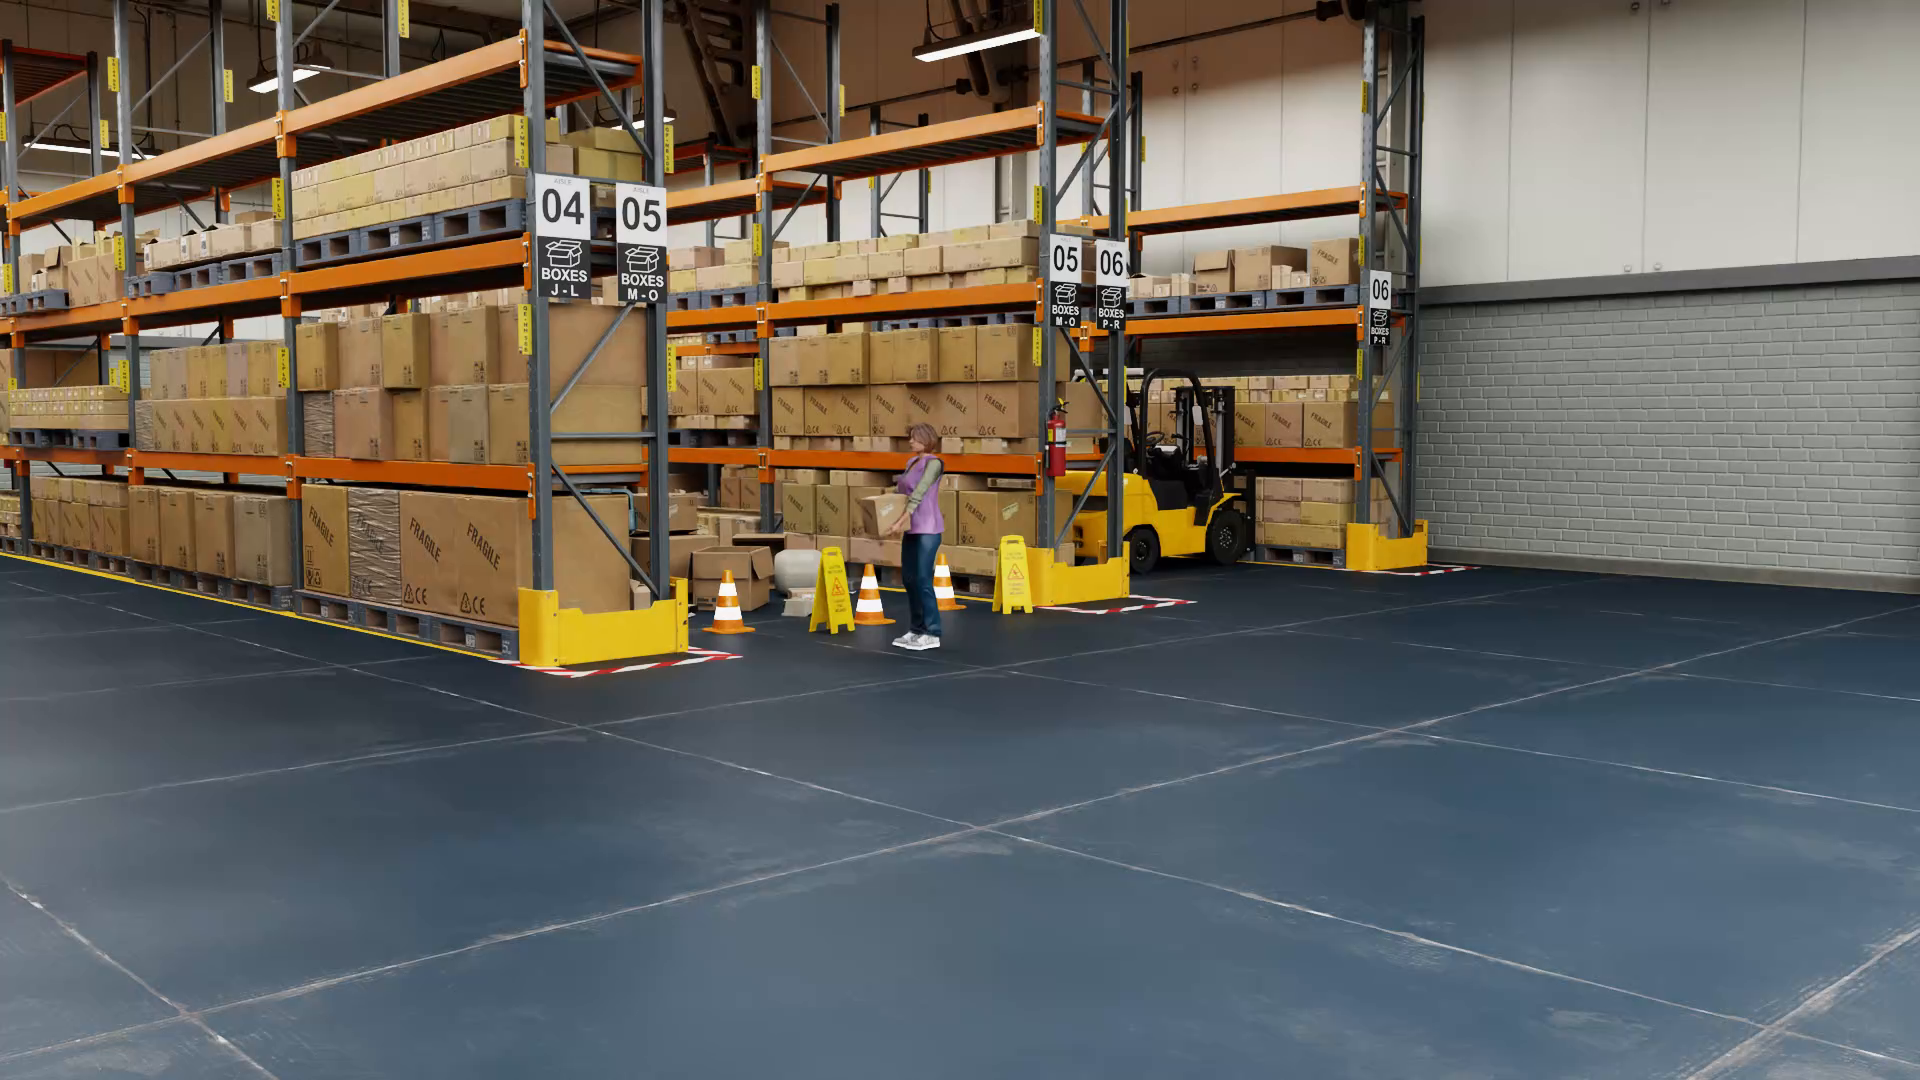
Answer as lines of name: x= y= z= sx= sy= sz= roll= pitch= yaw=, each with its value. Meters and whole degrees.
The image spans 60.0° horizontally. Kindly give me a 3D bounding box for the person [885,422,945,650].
person: x=-0.354 y=-0.026 z=11.694 sx=0.495 sy=1.594 sz=0.380 roll=-2 pitch=5 yaw=-27
